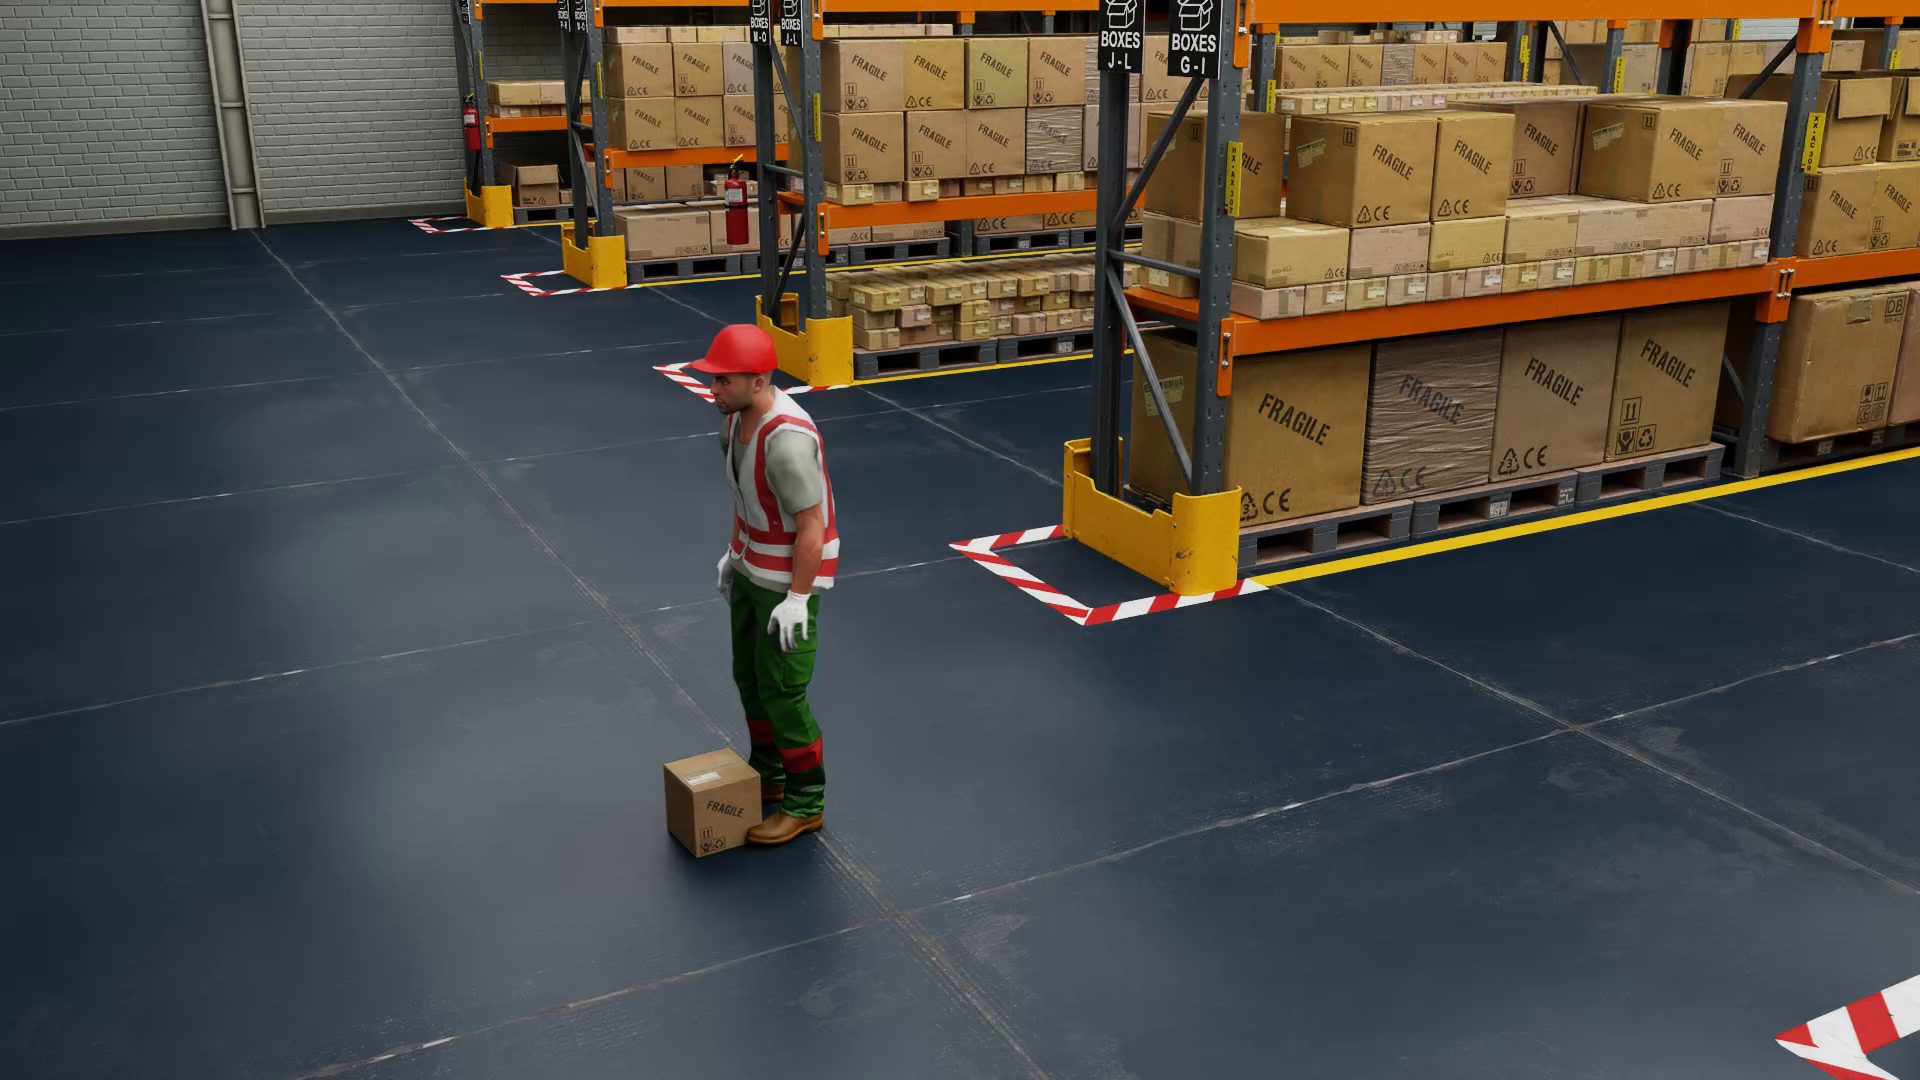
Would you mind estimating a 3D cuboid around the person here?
[{"bbox_3d":[-0.653,0.146,5.592,0.455,1.779,0.612,-10,21,-27],"label":"person"}]
